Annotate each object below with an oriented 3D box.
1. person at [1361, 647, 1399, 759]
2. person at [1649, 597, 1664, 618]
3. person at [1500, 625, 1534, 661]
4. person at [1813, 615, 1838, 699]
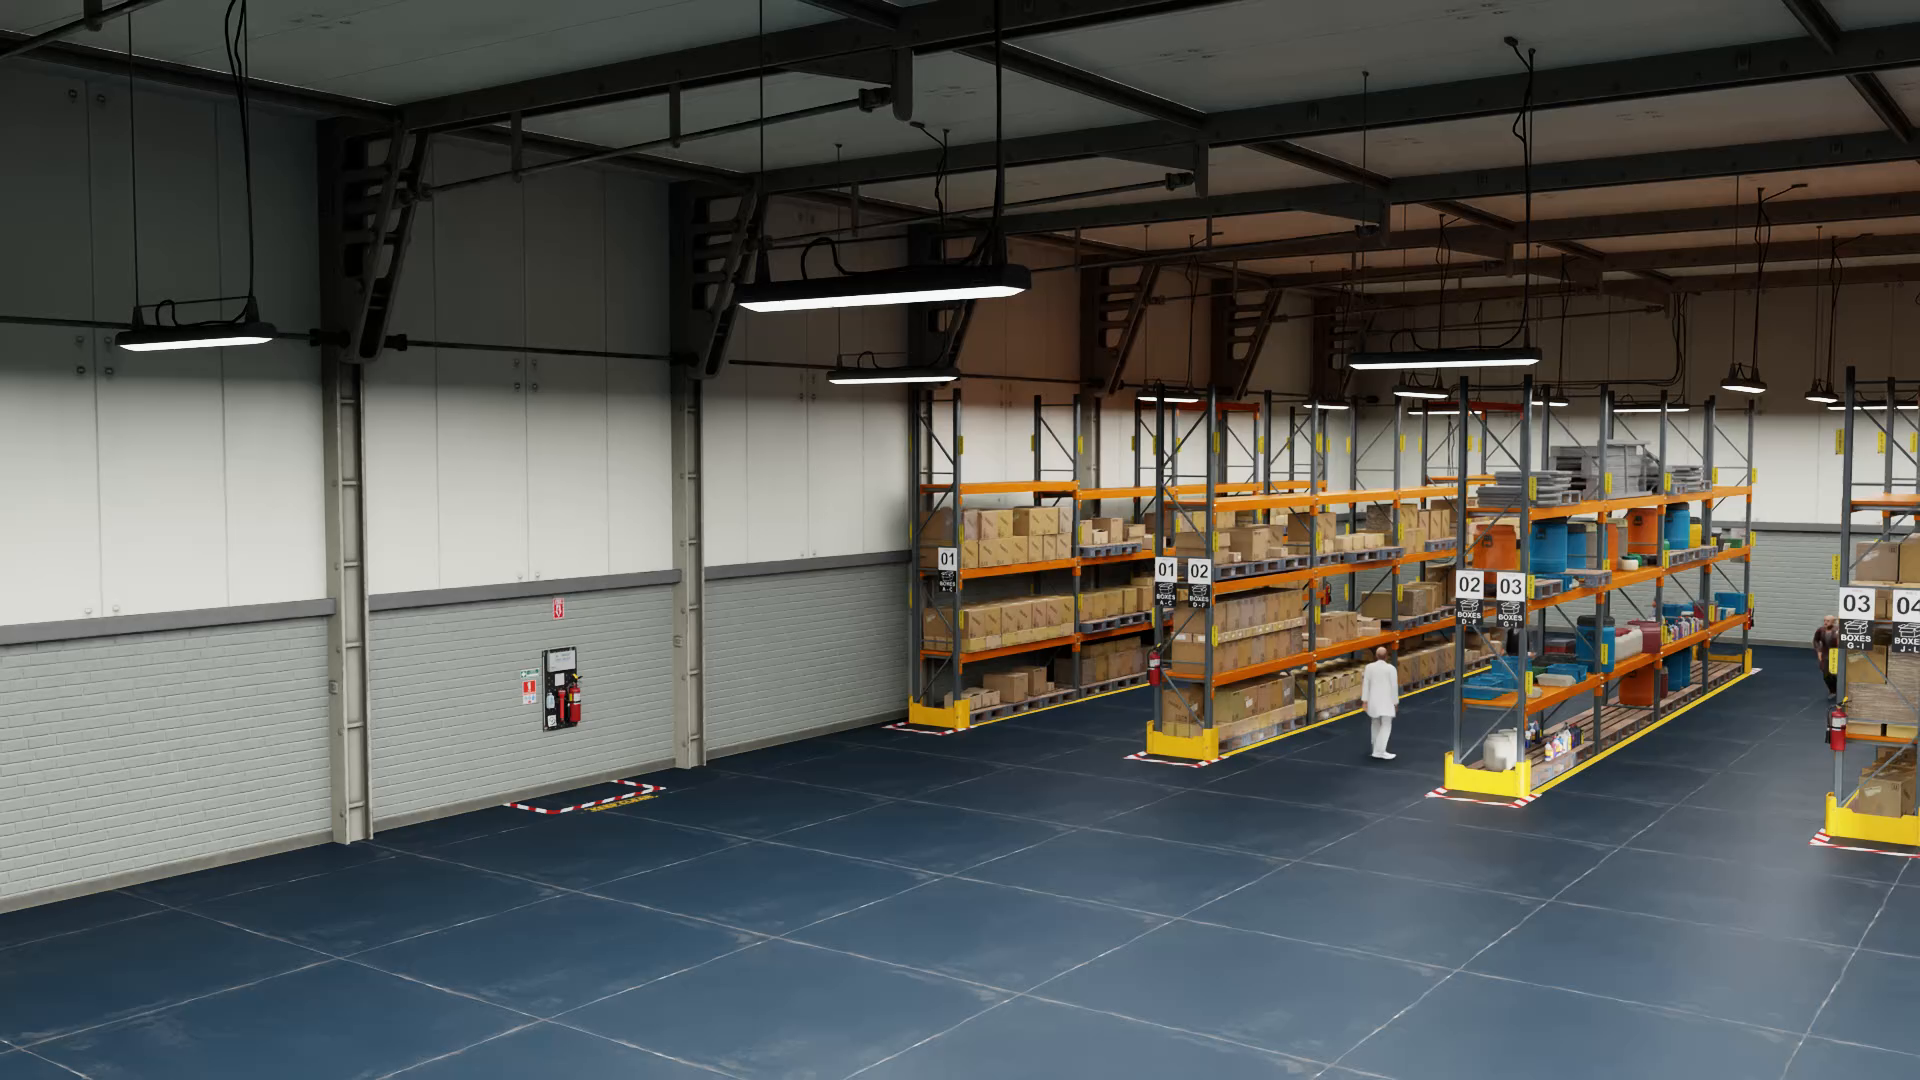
[{"bbox_3d":[6.770,2.602,26.711,0.625,1.775,0.834,2,4,37],"label":"person"},{"bbox_3d":[15.521,2.076,36.967,0.530,1.636,0.622,-3,5,-44],"label":"person"},{"bbox_3d":[11.184,2.260,33.379,0.603,1.669,1.084,2,4,33],"label":"person"},{"bbox_3d":[17.197,2.305,32.730,0.752,1.683,0.653,3,4,44],"label":"person"}]
